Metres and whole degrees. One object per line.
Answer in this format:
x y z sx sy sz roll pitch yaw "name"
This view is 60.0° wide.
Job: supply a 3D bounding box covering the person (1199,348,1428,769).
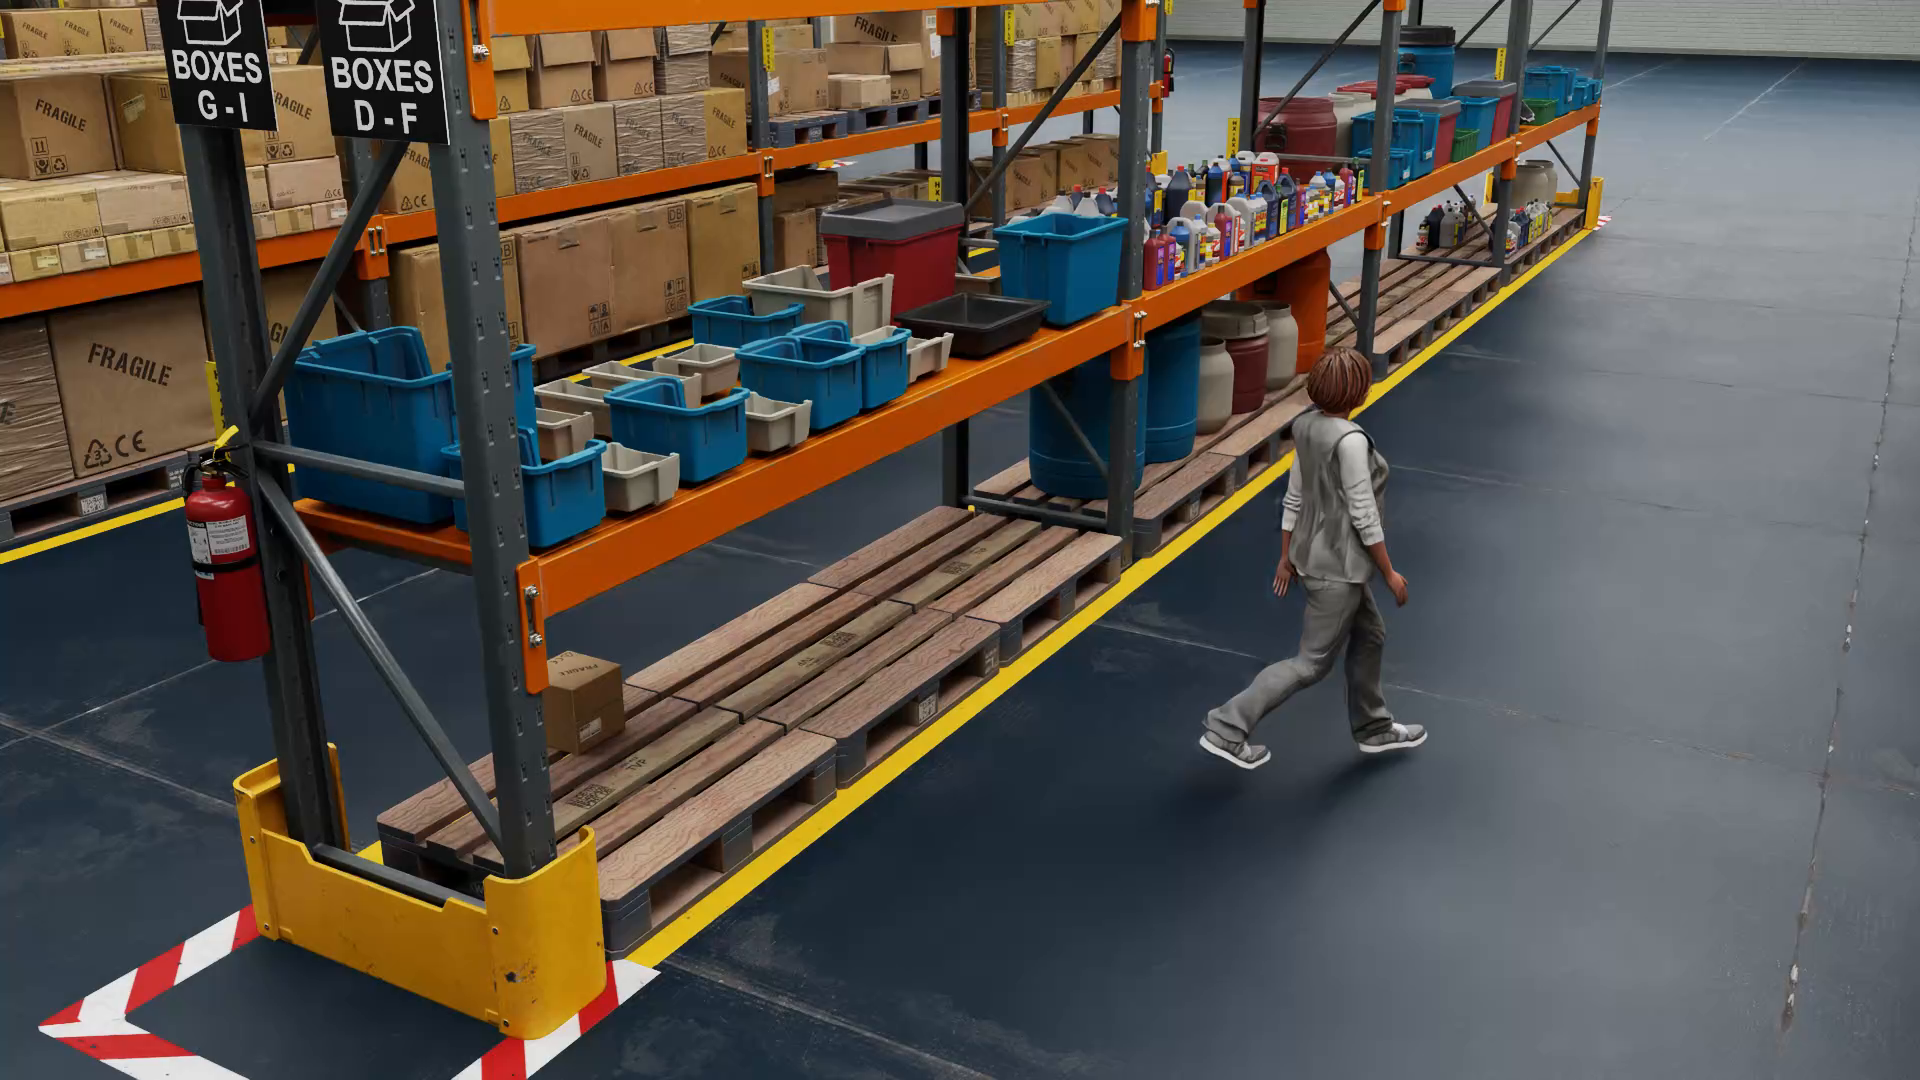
1.300 0.087 5.824 0.930 1.546 0.406 -3 20 -8 "person"
